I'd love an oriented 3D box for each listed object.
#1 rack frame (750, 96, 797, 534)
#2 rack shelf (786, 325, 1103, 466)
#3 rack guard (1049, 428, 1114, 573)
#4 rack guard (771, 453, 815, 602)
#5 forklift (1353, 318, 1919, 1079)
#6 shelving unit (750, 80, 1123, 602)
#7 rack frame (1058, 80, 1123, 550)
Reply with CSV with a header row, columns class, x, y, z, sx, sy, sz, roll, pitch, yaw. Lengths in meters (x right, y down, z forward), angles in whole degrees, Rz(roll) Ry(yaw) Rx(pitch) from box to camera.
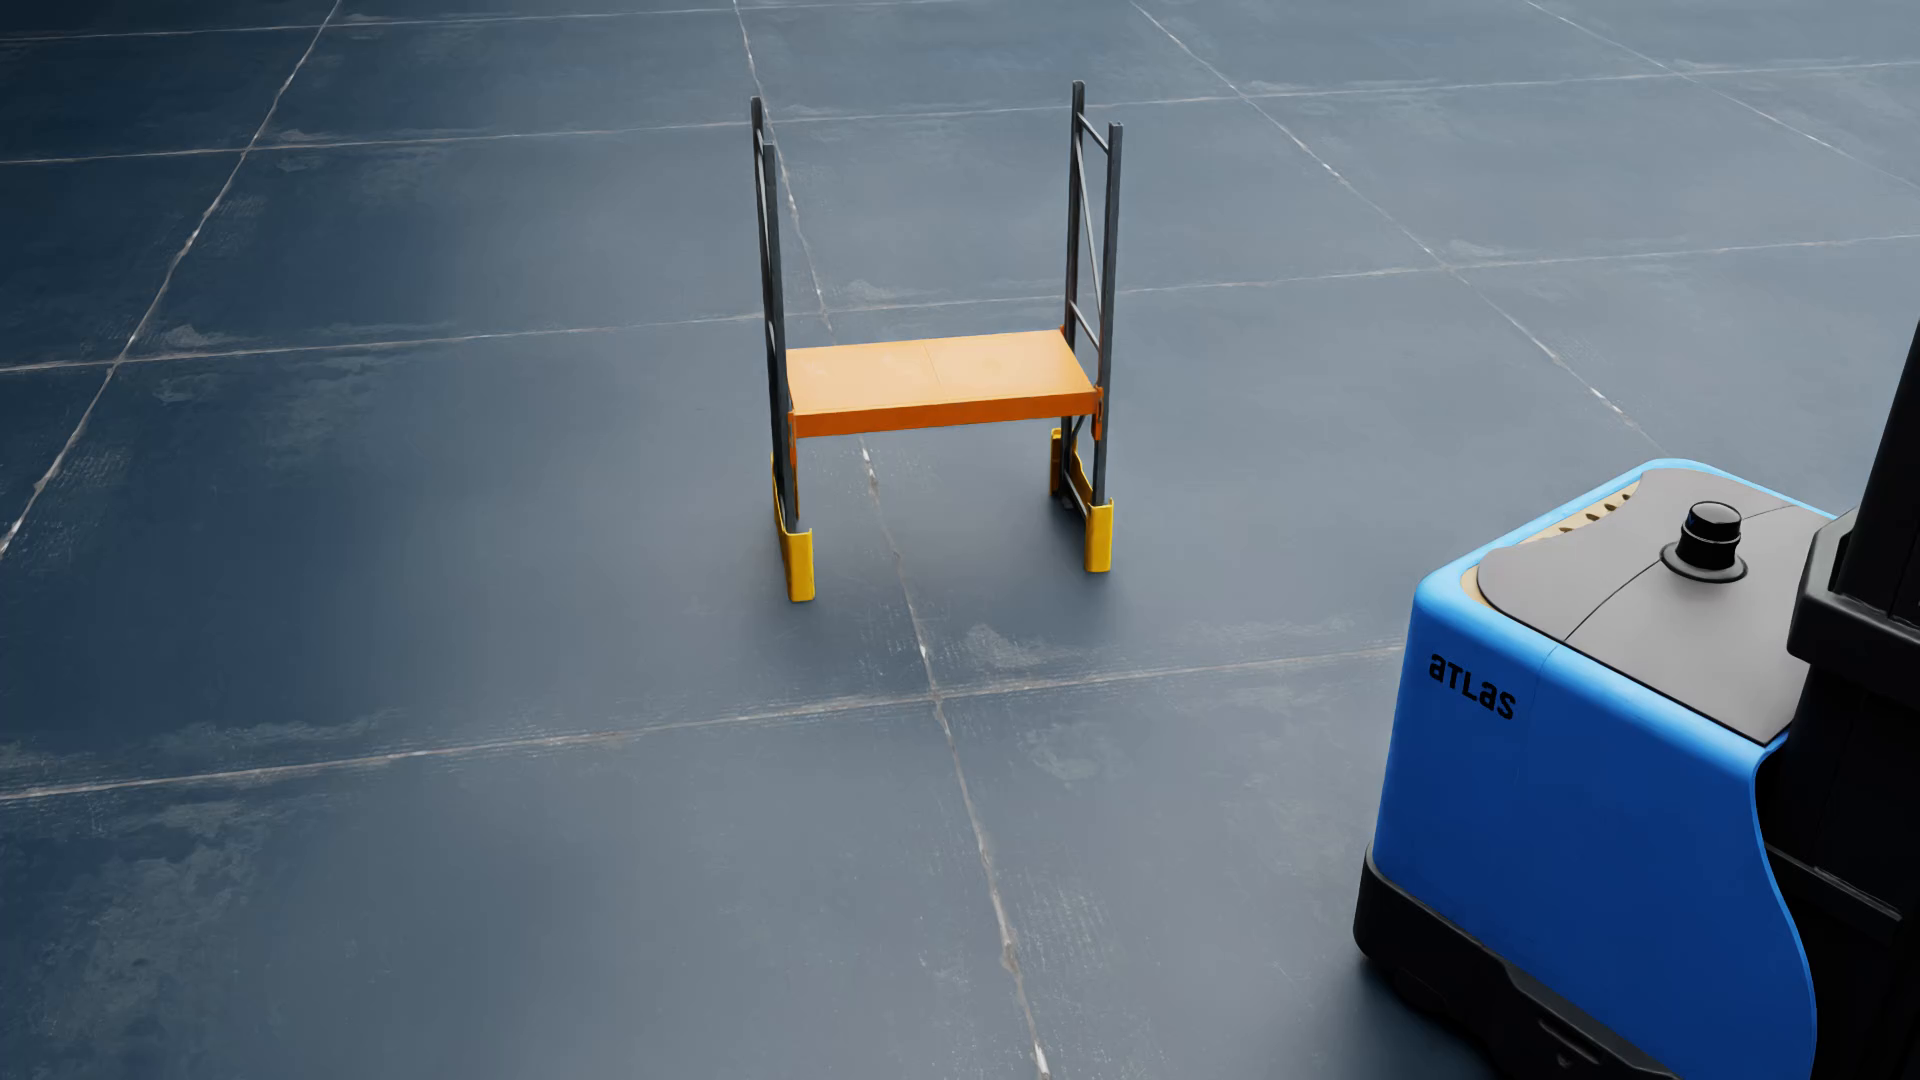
class,x,y,z,sx,sy,sz,roll,pitch,yaw
rack frame,-0.584,-0.592,5.278,0.032,1.500,0.500,-5,31,-9
rack shelf,-0.084,-0.484,5.448,1.000,0.185,0.538,-5,31,-9
rack guard,0.415,-0.146,5.752,0.087,0.250,0.587,-5,31,-9
rack guard,-0.565,-0.055,5.597,0.087,0.250,0.587,-5,31,-9
forklift,2.251,0.180,2.552,1.130,2.935,3.031,-22,37,-32
shelving unit,-0.075,-0.640,5.358,1.083,1.500,0.587,-5,31,-9
rack frame,0.416,-0.685,5.436,0.032,1.500,0.500,-5,31,-9
